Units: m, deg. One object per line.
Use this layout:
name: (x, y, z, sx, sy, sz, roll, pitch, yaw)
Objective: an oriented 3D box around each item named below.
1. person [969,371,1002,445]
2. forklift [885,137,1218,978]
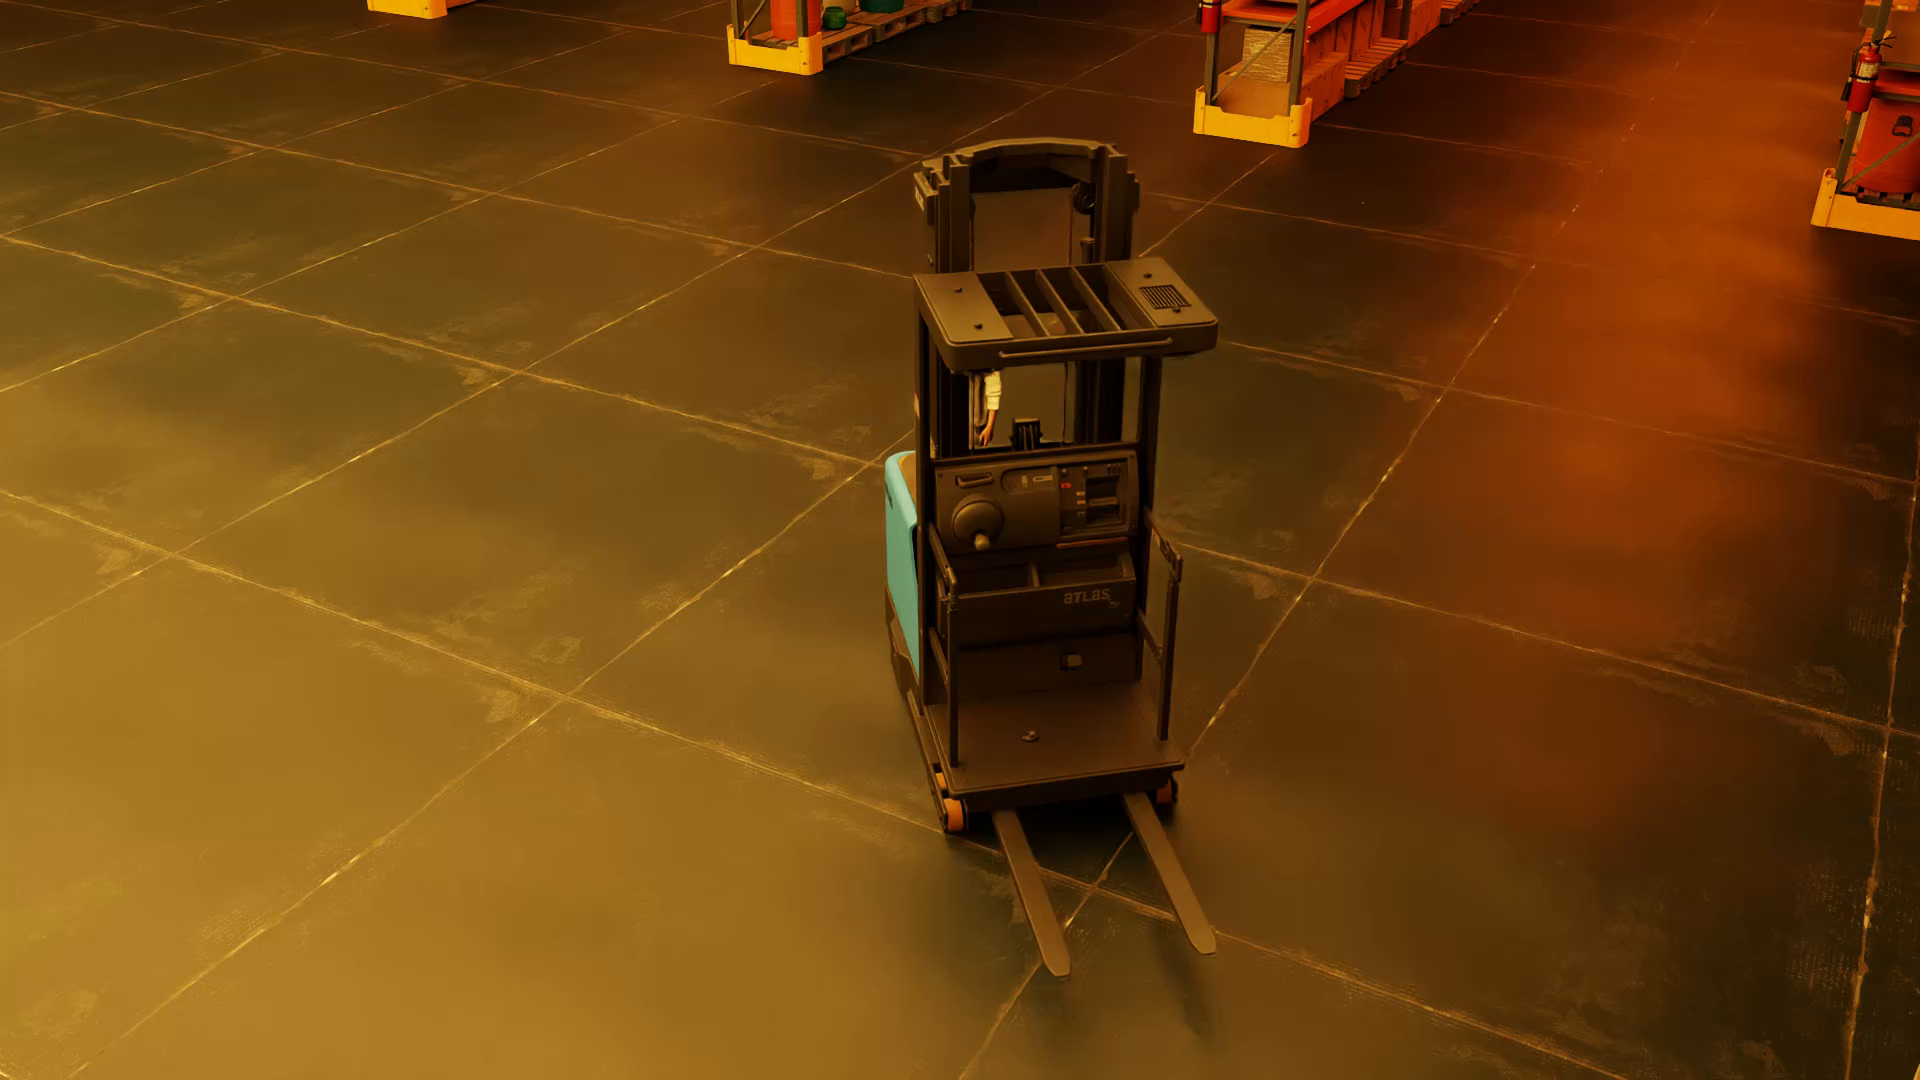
person: (-0.048, -0.669, 9.550, 0.519, 1.598, 0.474, 15, 33, 25)
forklift: (0.396, -0.125, 7.287, 1.130, 2.935, 3.031, -6, 31, -10)
